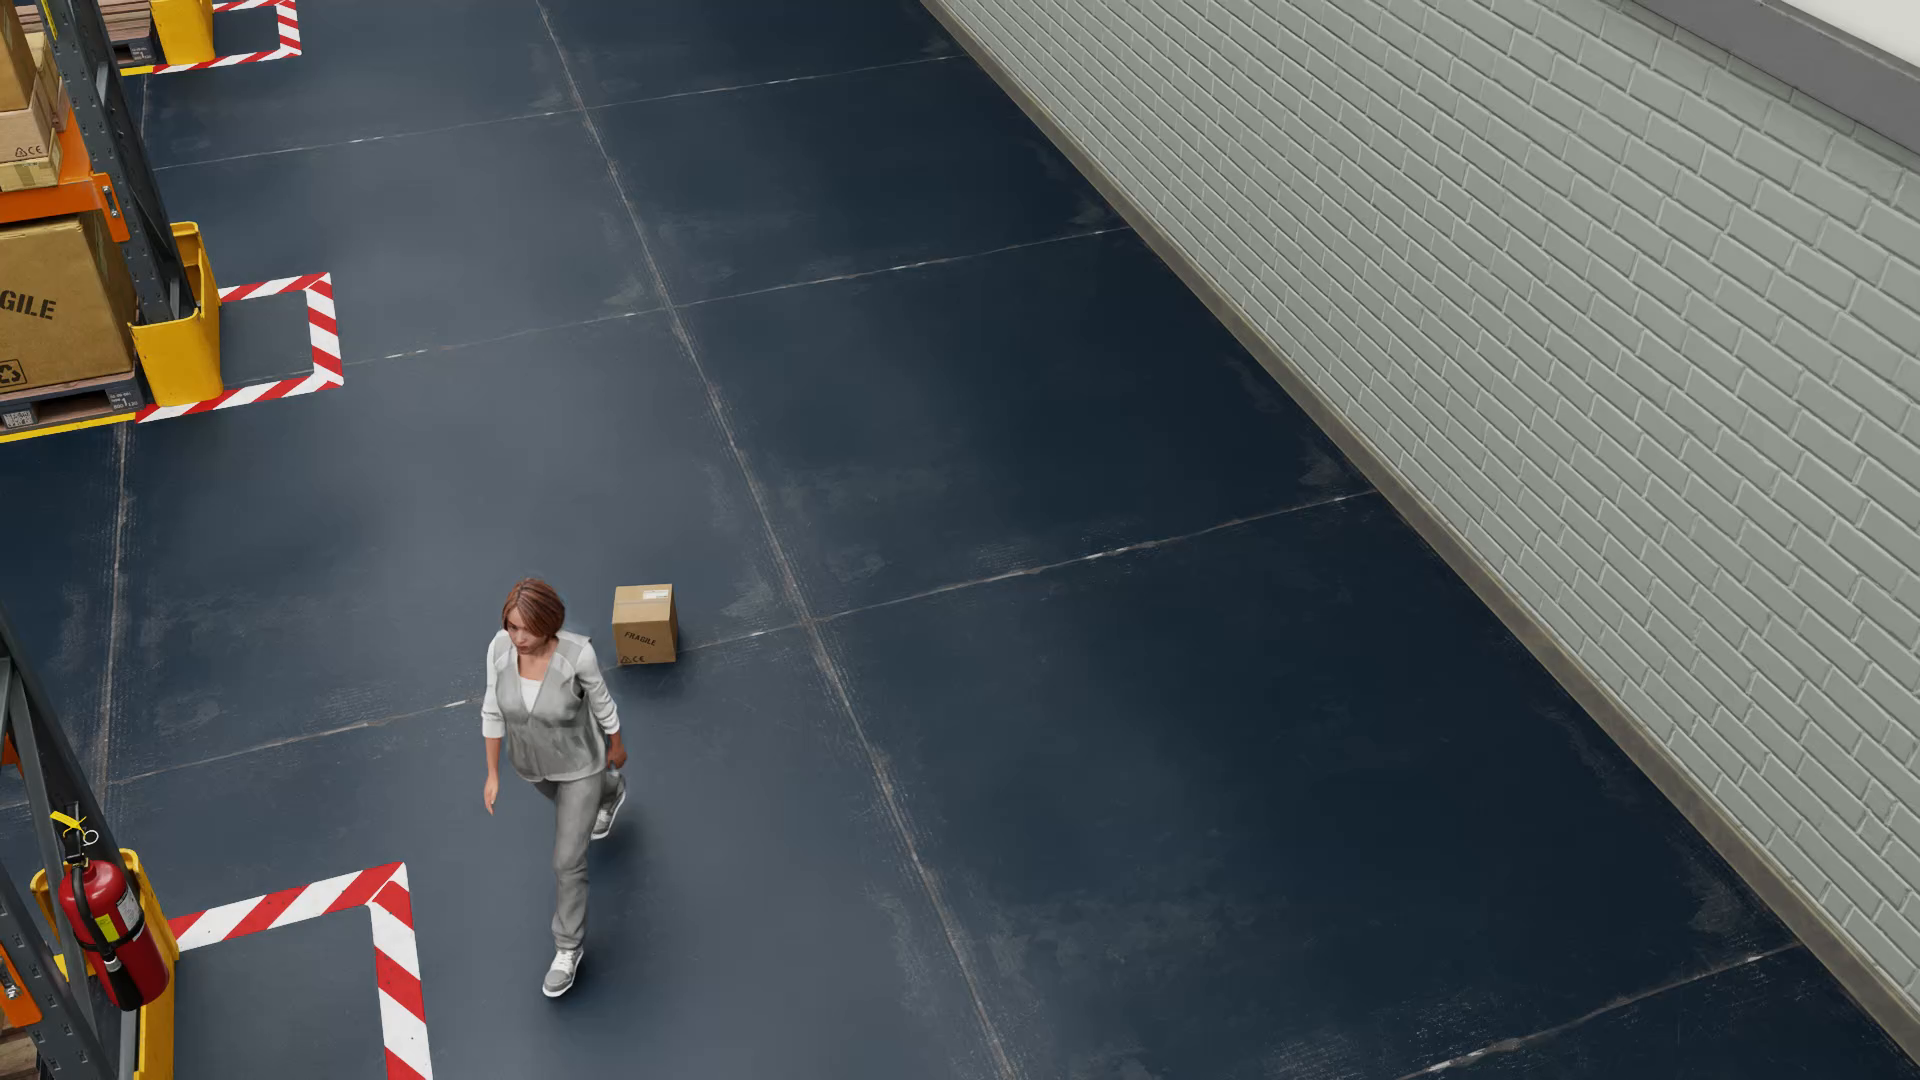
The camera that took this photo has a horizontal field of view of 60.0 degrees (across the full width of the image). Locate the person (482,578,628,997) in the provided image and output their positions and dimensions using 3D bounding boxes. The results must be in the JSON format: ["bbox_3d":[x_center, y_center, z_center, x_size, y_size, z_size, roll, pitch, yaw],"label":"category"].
[{"bbox_3d":[-1.414,0.750,5.829,0.429,1.542,0.956,8,39,10],"label":"person"}]
